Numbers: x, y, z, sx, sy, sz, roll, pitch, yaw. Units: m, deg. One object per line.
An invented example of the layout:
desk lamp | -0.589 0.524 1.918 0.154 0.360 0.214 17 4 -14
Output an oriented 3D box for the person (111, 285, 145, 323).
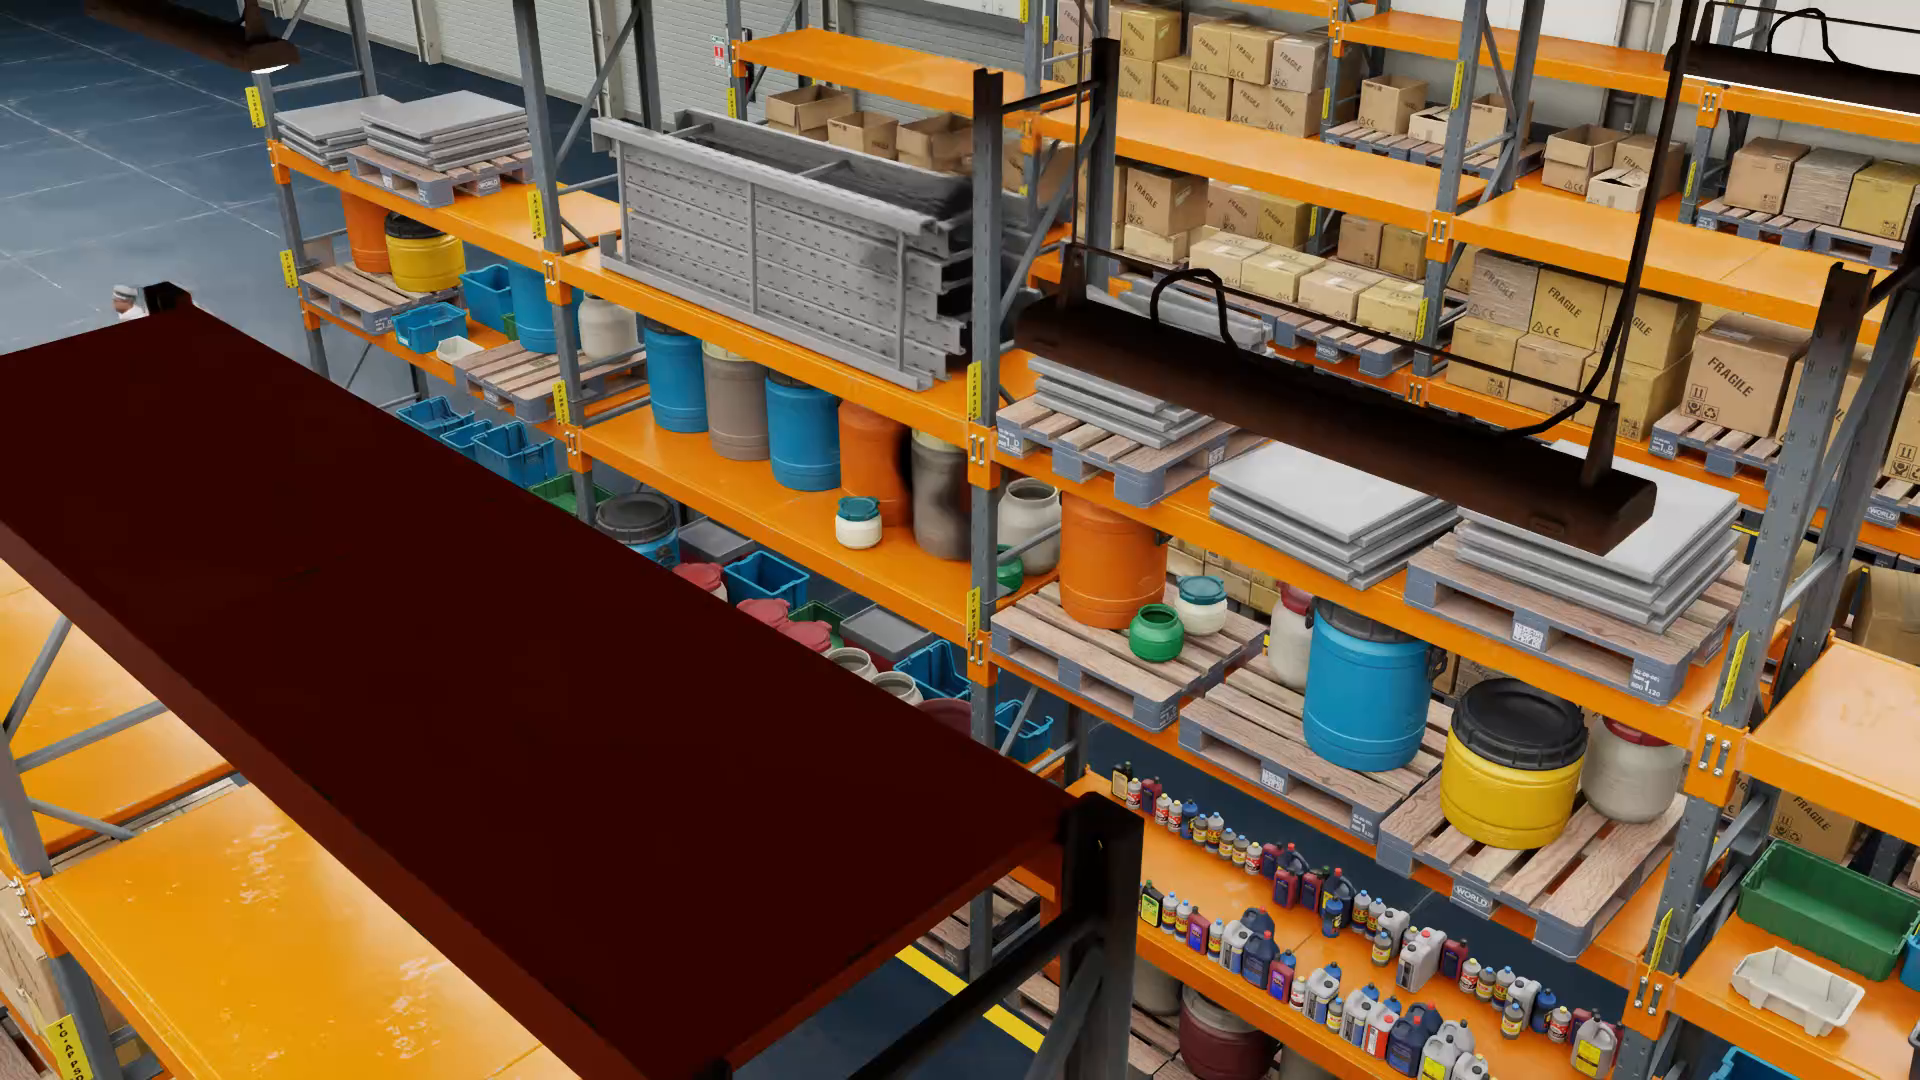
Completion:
person | -8.709 -1.838 17.757 0.769 1.868 0.679 -10 31 -17
